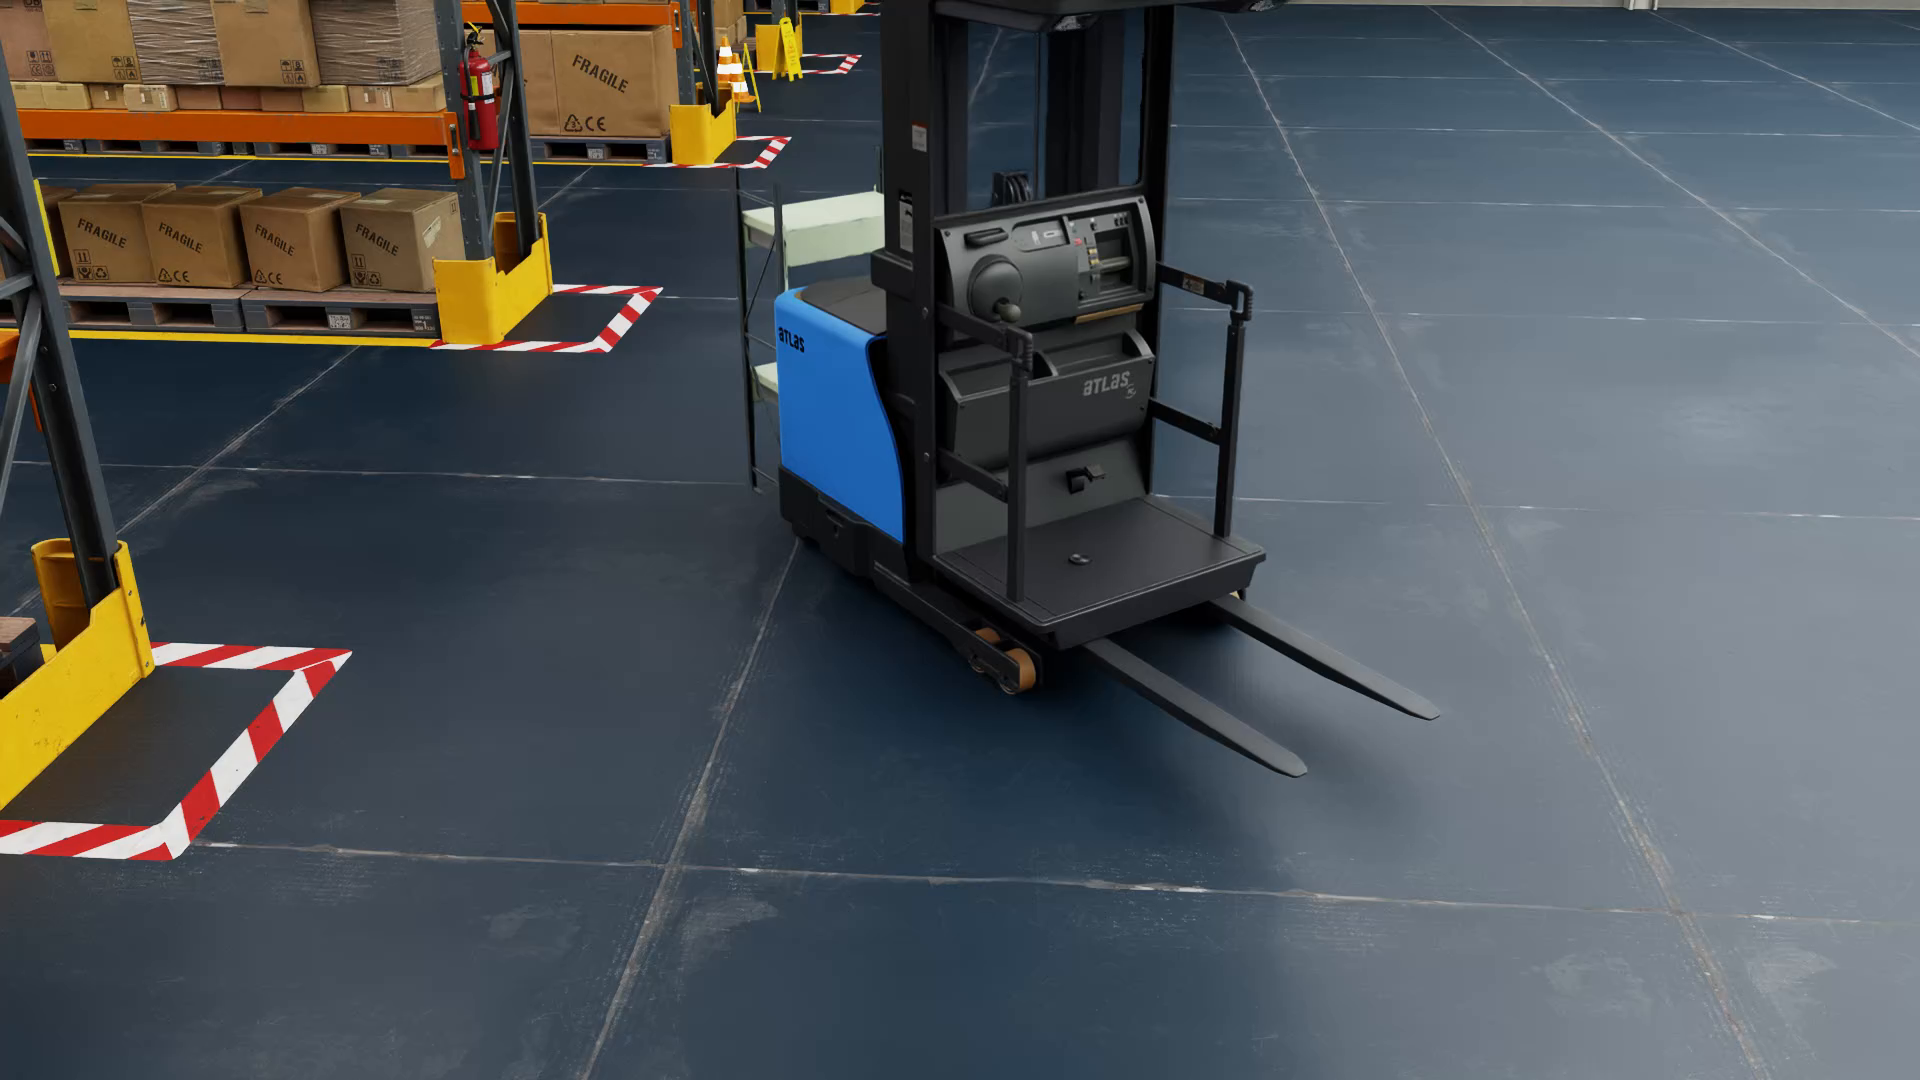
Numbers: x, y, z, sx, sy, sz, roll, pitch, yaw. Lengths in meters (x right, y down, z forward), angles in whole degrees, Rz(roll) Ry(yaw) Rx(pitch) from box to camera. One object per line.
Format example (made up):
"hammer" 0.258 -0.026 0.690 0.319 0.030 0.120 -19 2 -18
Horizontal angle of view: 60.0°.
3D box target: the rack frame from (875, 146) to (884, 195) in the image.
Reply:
"rack frame" -0.262 -1.034 7.704 0.023 1.500 0.400 -16 29 -31

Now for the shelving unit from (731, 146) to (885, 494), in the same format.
"shelving unit" -0.562 -0.947 7.513 0.755 1.500 0.431 -16 29 -31

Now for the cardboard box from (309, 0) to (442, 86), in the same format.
"cardboard box" -3.306 -2.958 9.614 0.500 0.500 0.875 2 25 4

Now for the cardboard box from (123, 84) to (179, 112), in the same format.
"cardboard box" -4.563 -2.561 9.528 0.250 0.149 0.380 2 25 4

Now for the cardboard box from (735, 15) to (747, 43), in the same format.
"cardboard box" -2.784 -5.961 19.404 0.500 0.250 0.500 2 25 4

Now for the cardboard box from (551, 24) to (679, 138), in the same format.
"cardboard box" -2.960 -4.032 14.463 0.875 0.875 0.875 2 25 4

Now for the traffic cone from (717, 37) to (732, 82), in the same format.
"traffic cone" -2.528 -5.202 18.002 0.334 0.463 0.336 2 25 4

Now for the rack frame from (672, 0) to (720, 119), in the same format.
"rack frame" -2.279 -4.812 14.119 0.127 3.000 1.000 2 25 4

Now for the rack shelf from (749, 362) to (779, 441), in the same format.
"rack shelf" -0.562 -0.651 7.650 0.720 0.370 0.431 -16 29 -31

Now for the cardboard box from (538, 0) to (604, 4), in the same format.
"cardboard box" -3.203 -4.882 14.091 0.550 0.550 0.875 2 25 4

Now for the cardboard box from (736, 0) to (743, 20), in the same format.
"cardboard box" -2.808 -6.302 19.248 0.500 0.500 0.500 1 25 2

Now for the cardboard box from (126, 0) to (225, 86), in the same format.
"cardboard box" -4.309 -2.958 9.614 0.500 0.500 0.875 2 25 4

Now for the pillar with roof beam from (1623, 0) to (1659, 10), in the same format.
"pillar with roof beam" 9.385 -9.892 17.983 0.400 9.000 9.100 2 25 4

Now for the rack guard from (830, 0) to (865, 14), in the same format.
"rack guard" -1.601 -7.811 23.627 0.348 0.500 1.175 2 25 4

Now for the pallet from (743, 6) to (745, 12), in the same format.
"pallet" -3.603 -7.728 23.792 1.213 0.211 1.003 2 25 4

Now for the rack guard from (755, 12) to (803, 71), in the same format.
"rack guard" -2.077 -5.745 19.138 0.348 0.500 1.175 2 25 4

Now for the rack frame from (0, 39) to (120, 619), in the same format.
"rack frame" -3.139 -0.684 5.148 0.127 3.000 1.000 2 25 4

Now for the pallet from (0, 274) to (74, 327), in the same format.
"pallet" -6.076 -1.603 10.480 1.213 0.211 1.003 2 25 4

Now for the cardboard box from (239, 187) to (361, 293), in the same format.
"cardboard box" -3.980 -1.835 10.138 0.500 0.500 0.500 8 26 18

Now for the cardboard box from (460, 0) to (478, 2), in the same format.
"cardboard box" -4.283 -4.952 14.243 0.500 0.550 0.875 2 25 4

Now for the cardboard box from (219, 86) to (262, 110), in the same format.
"cardboard box" -4.056 -2.592 9.594 0.250 0.149 0.380 2 25 4

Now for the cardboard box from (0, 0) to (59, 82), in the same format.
"cardboard box" -5.302 -3.012 9.731 0.500 0.500 0.875 2 25 4

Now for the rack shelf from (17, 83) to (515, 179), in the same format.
"rack shelf" -4.754 -2.485 9.923 4.000 0.370 1.077 2 25 4

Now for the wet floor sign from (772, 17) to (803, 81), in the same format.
"wet floor sign" -1.893 -5.357 18.120 0.232 0.644 0.267 11 27 22

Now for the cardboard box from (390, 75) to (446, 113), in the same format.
"cardboard box" -3.060 -2.557 9.519 0.250 0.149 0.380 2 25 4

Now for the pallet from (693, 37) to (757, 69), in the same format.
"pallet" -2.884 -5.655 19.287 1.213 0.211 1.003 2 25 4

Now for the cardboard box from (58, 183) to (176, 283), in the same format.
"cardboard box" -5.155 -1.900 10.278 0.500 0.500 0.500 0 25 -1

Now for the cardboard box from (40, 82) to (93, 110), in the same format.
"cardboard box" -5.060 -2.587 9.585 0.250 0.149 0.380 2 25 4

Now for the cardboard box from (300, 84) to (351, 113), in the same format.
"cardboard box" -3.562 -2.552 9.508 0.250 0.149 0.380 2 25 4

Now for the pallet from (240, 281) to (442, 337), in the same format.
"pallet" -3.643 -1.524 10.311 1.213 0.211 1.003 2 25 4

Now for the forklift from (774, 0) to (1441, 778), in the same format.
"forklift" 0.454 -0.999 5.915 1.130 2.935 3.031 -16 29 -31

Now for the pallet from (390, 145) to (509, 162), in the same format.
"pallet" -4.295 -3.578 14.774 1.213 0.211 1.003 2 25 4

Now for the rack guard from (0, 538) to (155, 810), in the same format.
"rack guard" -3.218 0.469 5.633 0.348 0.500 1.175 2 25 4

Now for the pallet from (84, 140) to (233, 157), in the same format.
"pallet" -7.042 -3.667 14.966 1.213 0.211 1.003 2 25 4

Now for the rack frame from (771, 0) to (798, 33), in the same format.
"rack frame" -2.001 -6.878 18.610 0.127 3.000 1.000 2 25 4
